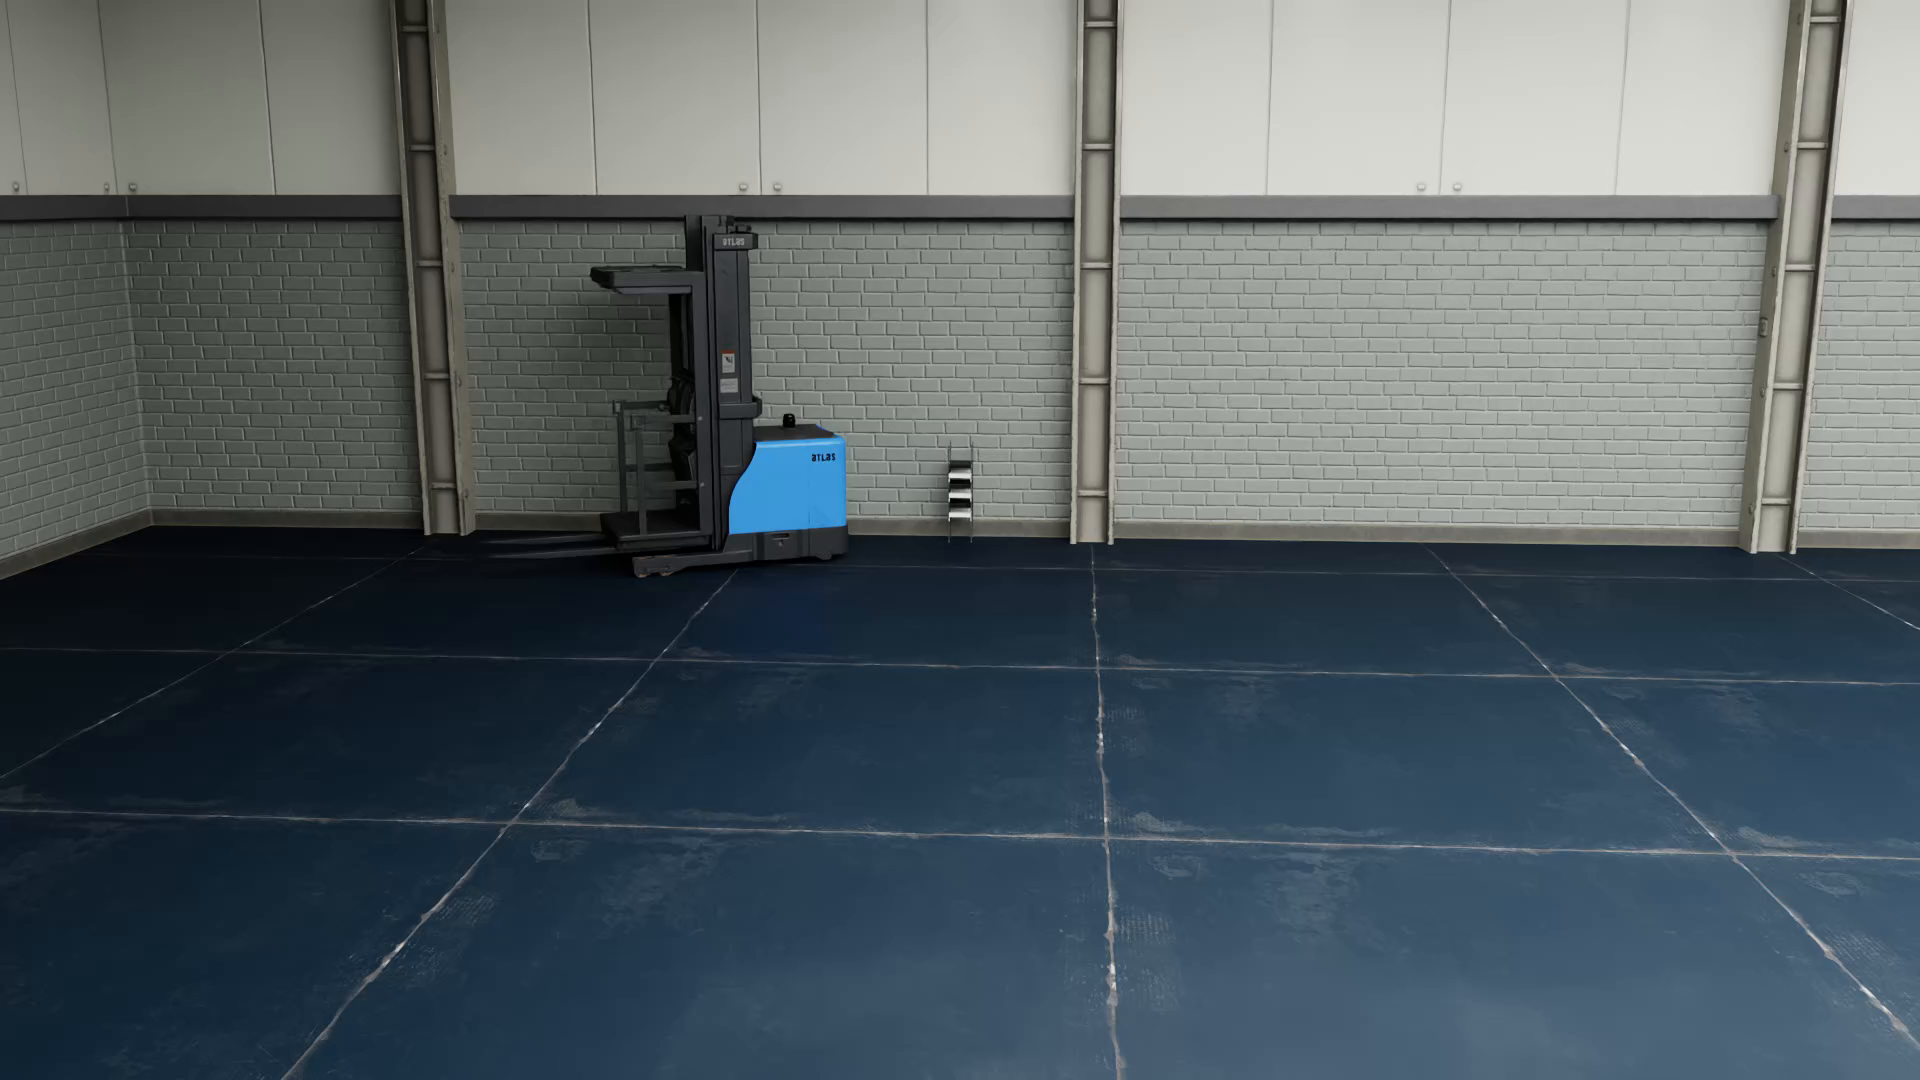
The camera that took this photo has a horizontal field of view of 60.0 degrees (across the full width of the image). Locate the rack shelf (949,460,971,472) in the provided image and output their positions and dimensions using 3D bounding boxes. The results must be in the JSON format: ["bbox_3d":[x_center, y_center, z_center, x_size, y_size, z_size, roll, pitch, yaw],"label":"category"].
[{"bbox_3d":[0.008,-0.672,15.109,0.200,0.077,0.258,1,12,4],"label":"rack shelf"}]

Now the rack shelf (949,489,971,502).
[{"bbox_3d":[0.008,-0.408,15.164,0.200,0.077,0.258,1,12,4],"label":"rack shelf"}]

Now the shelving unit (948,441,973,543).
[{"bbox_3d":[0.008,-0.440,15.157,0.210,0.900,0.258,1,12,4],"label":"shelving unit"}]

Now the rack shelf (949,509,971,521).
[{"bbox_3d":[0.008,-0.232,15.201,0.200,0.077,0.258,1,12,4],"label":"rack shelf"}]

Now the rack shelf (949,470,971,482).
[{"bbox_3d":[0.008,-0.584,15.127,0.200,0.077,0.258,1,12,4],"label":"rack shelf"}]

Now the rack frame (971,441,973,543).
[{"bbox_3d":[0.110,-0.439,15.151,0.006,0.900,0.240,1,12,4],"label":"rack frame"}]

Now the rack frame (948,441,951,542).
[{"bbox_3d":[-0.093,-0.442,15.164,0.006,0.900,0.240,1,12,4],"label":"rack frame"}]

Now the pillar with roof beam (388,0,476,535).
[{"bbox_3d":[-5.070,-3.602,10.490,0.400,9.000,9.100,1,12,4],"label":"pillar with roof beam"}]

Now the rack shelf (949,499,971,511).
[{"bbox_3d":[0.008,-0.320,15.183,0.200,0.077,0.258,1,12,4],"label":"rack shelf"}]

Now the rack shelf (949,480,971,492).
[{"bbox_3d":[0.008,-0.496,15.146,0.200,0.077,0.258,1,12,4],"label":"rack shelf"}]

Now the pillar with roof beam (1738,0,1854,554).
[{"bbox_3d":[6.903,-3.437,9.705,0.400,9.000,9.100,1,12,4],"label":"pillar with roof beam"}]

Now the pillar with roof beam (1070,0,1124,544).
[{"bbox_3d":[0.916,-3.520,10.097,0.400,9.000,9.100,1,12,4],"label":"pillar with roof beam"}]

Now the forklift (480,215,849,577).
[{"bbox_3d":[-2.538,-1.246,14.048,3.031,2.935,1.130,-4,13,-20],"label":"forklift"}]
